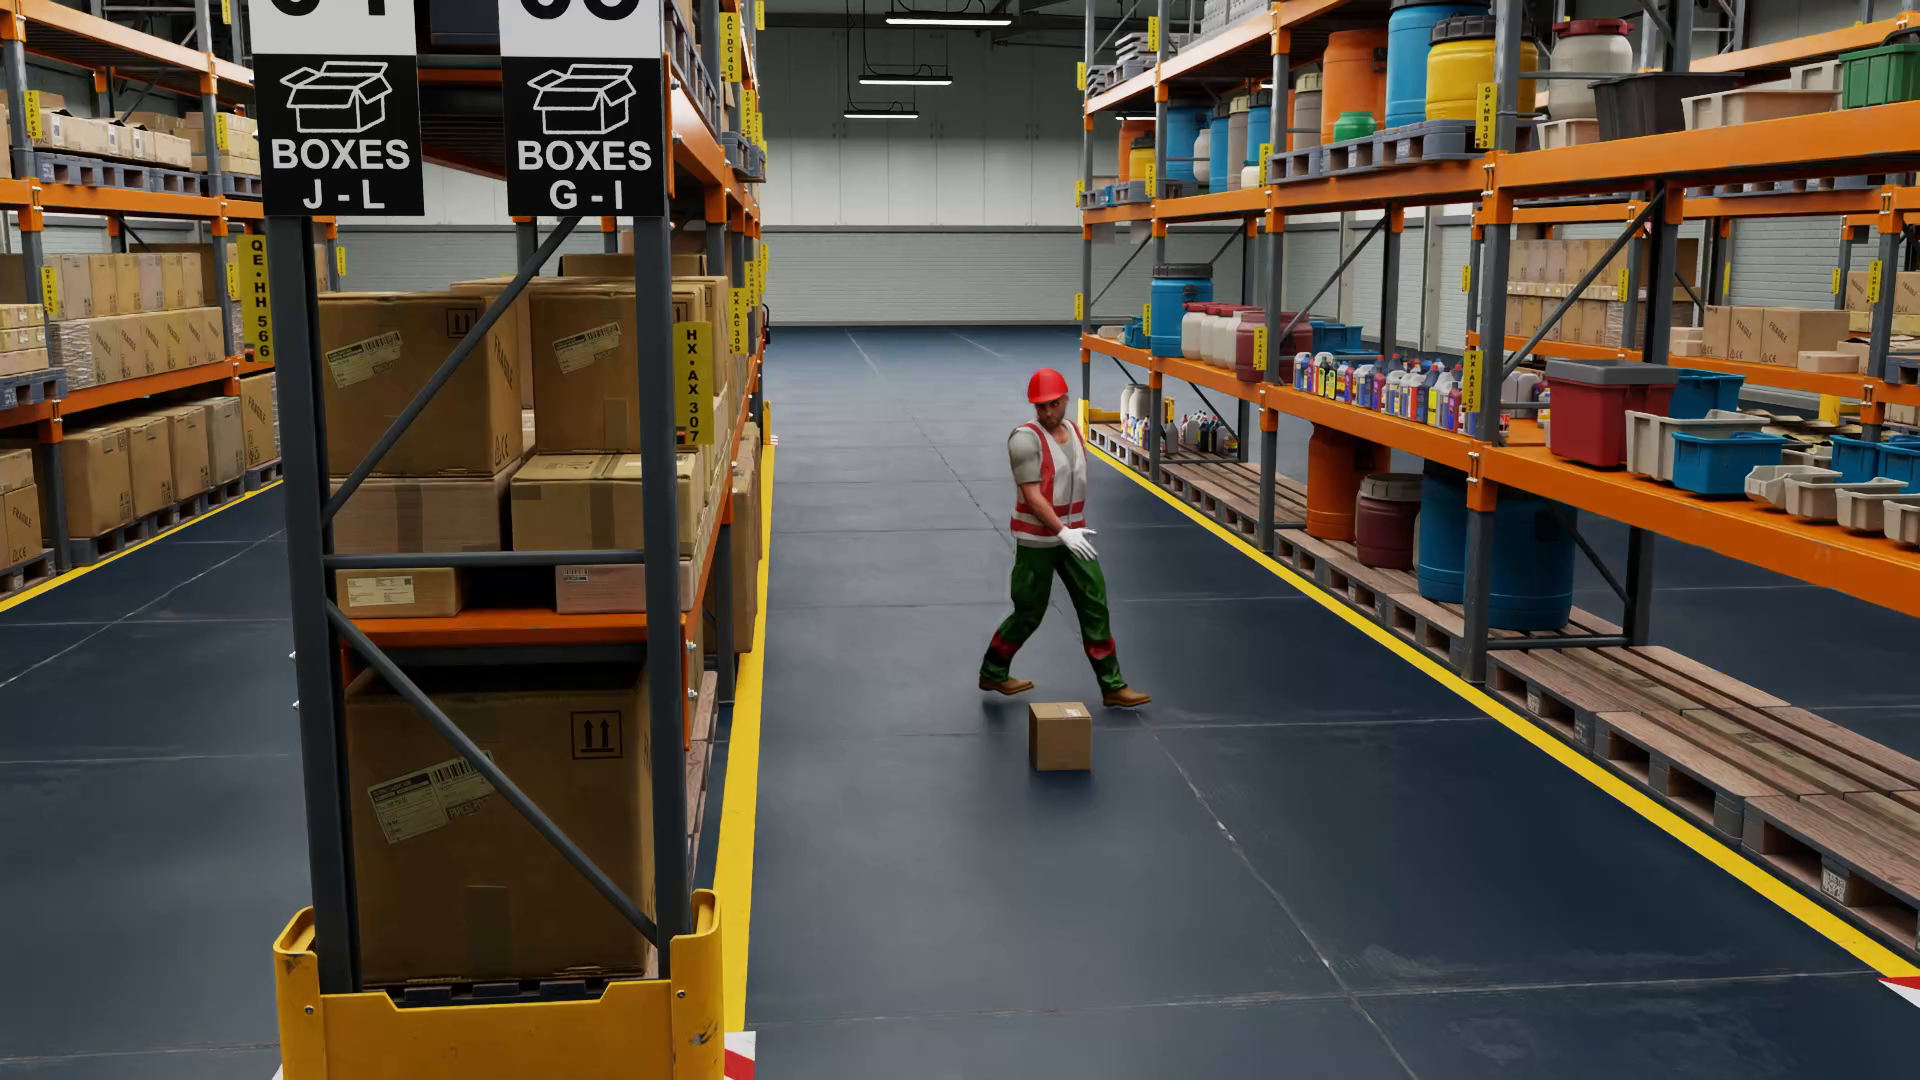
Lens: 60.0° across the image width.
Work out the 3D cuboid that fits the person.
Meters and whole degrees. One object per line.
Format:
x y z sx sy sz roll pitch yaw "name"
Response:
0.493 -0.001 8.398 0.579 1.745 0.879 -9 13 -42 "person"
